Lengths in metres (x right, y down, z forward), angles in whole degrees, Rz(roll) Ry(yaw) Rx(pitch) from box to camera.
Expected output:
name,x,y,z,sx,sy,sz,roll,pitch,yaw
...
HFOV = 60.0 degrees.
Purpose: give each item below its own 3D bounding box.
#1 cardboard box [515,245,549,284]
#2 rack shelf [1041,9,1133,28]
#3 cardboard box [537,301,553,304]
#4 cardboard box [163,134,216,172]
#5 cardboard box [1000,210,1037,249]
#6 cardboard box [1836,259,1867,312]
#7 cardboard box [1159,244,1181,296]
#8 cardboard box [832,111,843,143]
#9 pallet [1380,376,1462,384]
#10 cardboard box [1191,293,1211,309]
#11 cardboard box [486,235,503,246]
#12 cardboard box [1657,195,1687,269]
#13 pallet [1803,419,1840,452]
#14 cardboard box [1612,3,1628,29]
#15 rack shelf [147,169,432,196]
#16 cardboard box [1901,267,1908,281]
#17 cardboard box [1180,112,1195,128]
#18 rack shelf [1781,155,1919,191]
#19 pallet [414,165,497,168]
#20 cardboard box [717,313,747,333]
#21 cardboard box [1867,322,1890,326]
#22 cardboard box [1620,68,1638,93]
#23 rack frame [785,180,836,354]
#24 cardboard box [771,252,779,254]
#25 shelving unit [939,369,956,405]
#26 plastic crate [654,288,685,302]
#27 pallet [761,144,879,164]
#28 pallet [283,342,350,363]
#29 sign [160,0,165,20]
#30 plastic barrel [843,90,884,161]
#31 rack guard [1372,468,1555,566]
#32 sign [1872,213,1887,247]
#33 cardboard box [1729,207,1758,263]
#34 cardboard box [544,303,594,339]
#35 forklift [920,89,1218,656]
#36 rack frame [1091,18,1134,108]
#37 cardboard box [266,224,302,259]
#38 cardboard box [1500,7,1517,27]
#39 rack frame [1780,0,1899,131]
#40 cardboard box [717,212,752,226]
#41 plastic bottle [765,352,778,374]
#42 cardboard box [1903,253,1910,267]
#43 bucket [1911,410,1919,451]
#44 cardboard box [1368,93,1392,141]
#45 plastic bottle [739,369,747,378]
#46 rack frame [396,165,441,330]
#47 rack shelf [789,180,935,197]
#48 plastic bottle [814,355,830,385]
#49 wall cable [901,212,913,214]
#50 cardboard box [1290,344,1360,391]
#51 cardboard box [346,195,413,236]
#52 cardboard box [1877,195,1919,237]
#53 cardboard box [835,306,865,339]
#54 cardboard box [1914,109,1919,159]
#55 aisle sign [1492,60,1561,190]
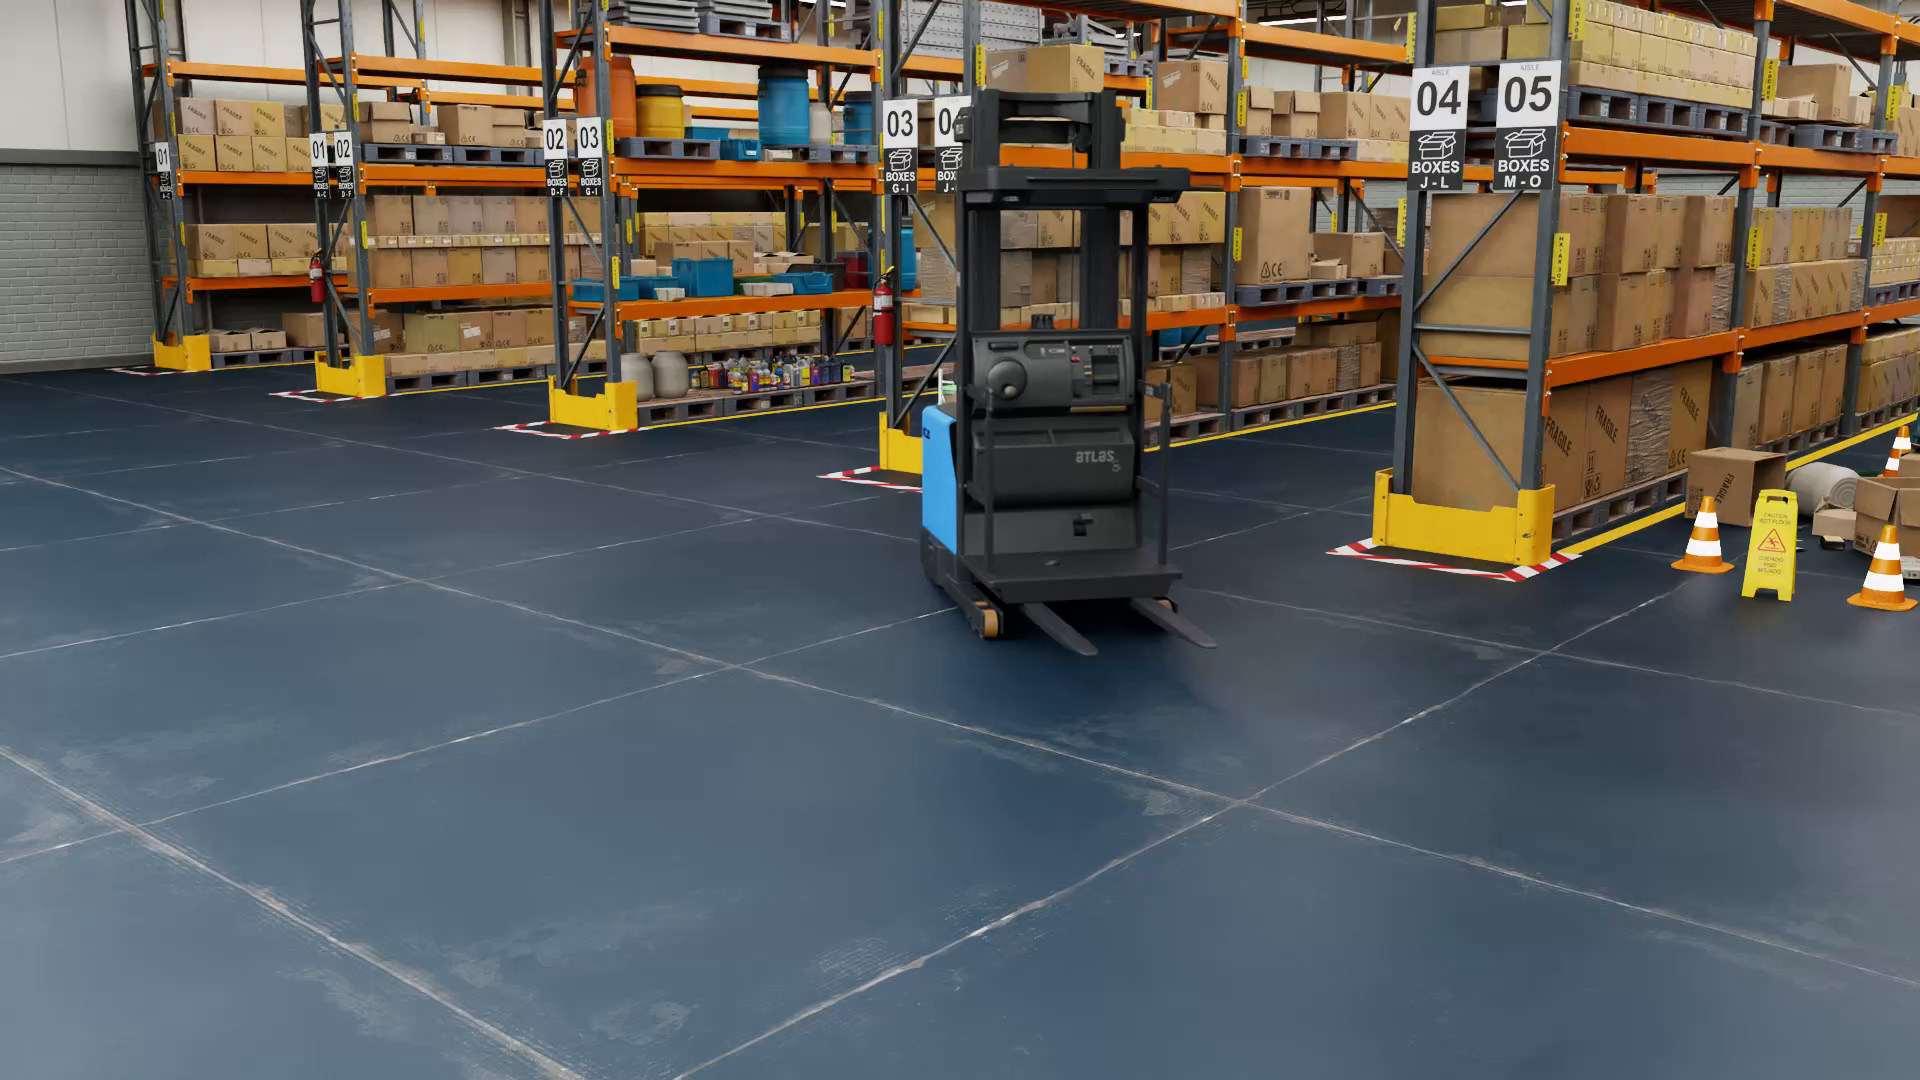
name,x,y,z,sx,sy,sz,roll,pitch,yaw
cardboard box,-6.008,-3.756,22.602,0.700,0.500,0.500,10,15,41
rack shelf,1.559,-9.615,30.226,1.077,0.370,4.000,10,15,40
cardboard box,-7.296,-3.893,28.802,0.700,0.500,0.500,10,15,40
cardboard box,-10.998,-5.523,23.739,0.500,0.500,0.500,10,15,42
cardboard box,0.324,-2.786,14.432,0.500,0.500,0.500,10,15,40
cardboard box,8.600,-2.524,16.433,0.500,0.500,0.500,10,15,40
cardboard box,1.696,-2.711,16.611,0.875,0.500,0.500,10,15,40
cardboard box,-2.109,-6.587,26.565,0.500,0.500,0.500,10,15,40
pallet,5.614,-1.971,21.039,1.003,0.211,1.213,10,15,40
cardboard box,2.303,-2.415,16.785,0.380,0.149,0.250,10,15,40
cardboard box,-6.247,-3.959,21.964,0.380,0.149,0.250,10,15,41
cardboard box,5.051,-2.383,12.843,0.875,0.550,0.550,10,15,40
pallet,8.119,-1.102,16.690,1.003,0.211,1.213,10,15,40
cardboard box,4.209,-3.475,11.070,0.380,0.149,0.250,10,15,40
rack shelf,-10.086,-5.388,25.210,1.077,0.370,4.000,10,15,40
cardboard box,10.189,-2.932,18.300,0.380,0.149,0.250,9,14,39
cardboard box,2.053,-4.075,16.164,0.380,0.149,0.250,9,14,38
rack shelf,10.016,-3.988,18.198,1.077,0.370,4.000,10,15,40
pallet,-8.279,-6.020,27.017,1.213,0.211,1.003,10,15,40
cardboard box,-3.569,-3.312,25.152,0.500,0.311,0.500,10,15,42
cardboard box,10.650,-2.437,19.652,0.500,0.250,0.500,9,14,38
cardboard box,4.383,-3.122,11.340,0.380,0.149,0.250,10,15,41
rack frame,-2.402,-4.513,26.649,1.000,3.000,0.127,10,15,40
cardboard box,-3.645,-5.502,32.188,0.380,0.149,0.250,10,15,41
shelving unit,0.109,-0.613,11.716,0.258,1.200,0.503,10,15,40
plastic crate,-3.132,-2.656,18.023,0.298,0.136,0.250,10,15,40
pallet,-1.727,-4.543,19.623,1.213,0.211,1.003,10,15,40
pallet,-9.988,-2.913,25.759,1.003,0.211,1.213,10,15,40
sign,-10.999,-7.345,22.922,0.100,0.325,0.005,10,15,40
plastic barrel,-1.152,-5.103,20.665,0.600,0.901,0.708,10,15,40
rack guard,3.399,-0.169,11.283,1.175,0.500,0.348,10,15,40
sign,9.115,-3.072,16.478,0.100,0.325,0.005,10,15,40
cardboard box,6.379,-2.600,14.264,0.700,0.500,0.500,9,15,39
cardboard box,-5.584,-3.122,23.718,0.500,0.500,0.500,10,15,40
forklift,0.576,-0.980,9.134,1.130,2.935,3.031,-3,12,-13
rack frame,2.879,-8.632,31.954,1.000,3.000,0.127,10,15,40
cardboard box,-10.186,-4.458,24.790,0.500,0.500,0.500,9,14,39
cardboard box,3.548,-3.522,11.308,0.380,0.149,0.250,10,15,41
rack frame,8.696,-5.518,16.361,1.000,3.000,0.127,10,15,40
cardboard box,-4.283,-6.063,31.429,0.500,0.250,0.500,10,15,41
plastic bottle,-2.293,-2.108,20.245,0.144,0.351,0.185,9,14,38
cardboard box,10.190,-3.079,18.280,0.380,0.149,0.250,11,15,42
bucket,7.697,-0.809,12.581,0.620,0.611,0.726,5,7,-30
cardboard box,4.579,-4.818,18.983,0.500,0.500,0.500,10,15,40
plastic bottle,-2.577,-1.935,19.763,0.097,0.201,0.097,0,11,0
rack frame,-8.766,-4.565,26.906,1.000,3.000,0.127,10,15,40
rack shelf,-1.082,-5.926,27.899,1.077,0.370,4.000,10,15,40
plastic bottle,-1.659,-2.040,19.907,0.144,0.351,0.185,9,14,38
wall cable,-0.710,-7.139,37.202,0.084,1.984,1.851,10,15,40
cardboard box,4.253,-2.037,19.512,0.700,0.500,0.500,8,14,36
cardboard box,-7.330,-4.096,20.994,0.700,0.500,0.500,10,15,41
cardboard box,11.443,-3.954,20.279,0.500,0.500,0.500,9,14,38
cardboard box,-1.887,-3.533,27.001,0.500,0.500,0.500,11,15,43
cardboard box,9.924,-4.294,17.638,0.500,0.500,0.500,10,15,40
aisle sign,3.593,-2.624,10.554,0.394,0.787,0.004,10,15,40
